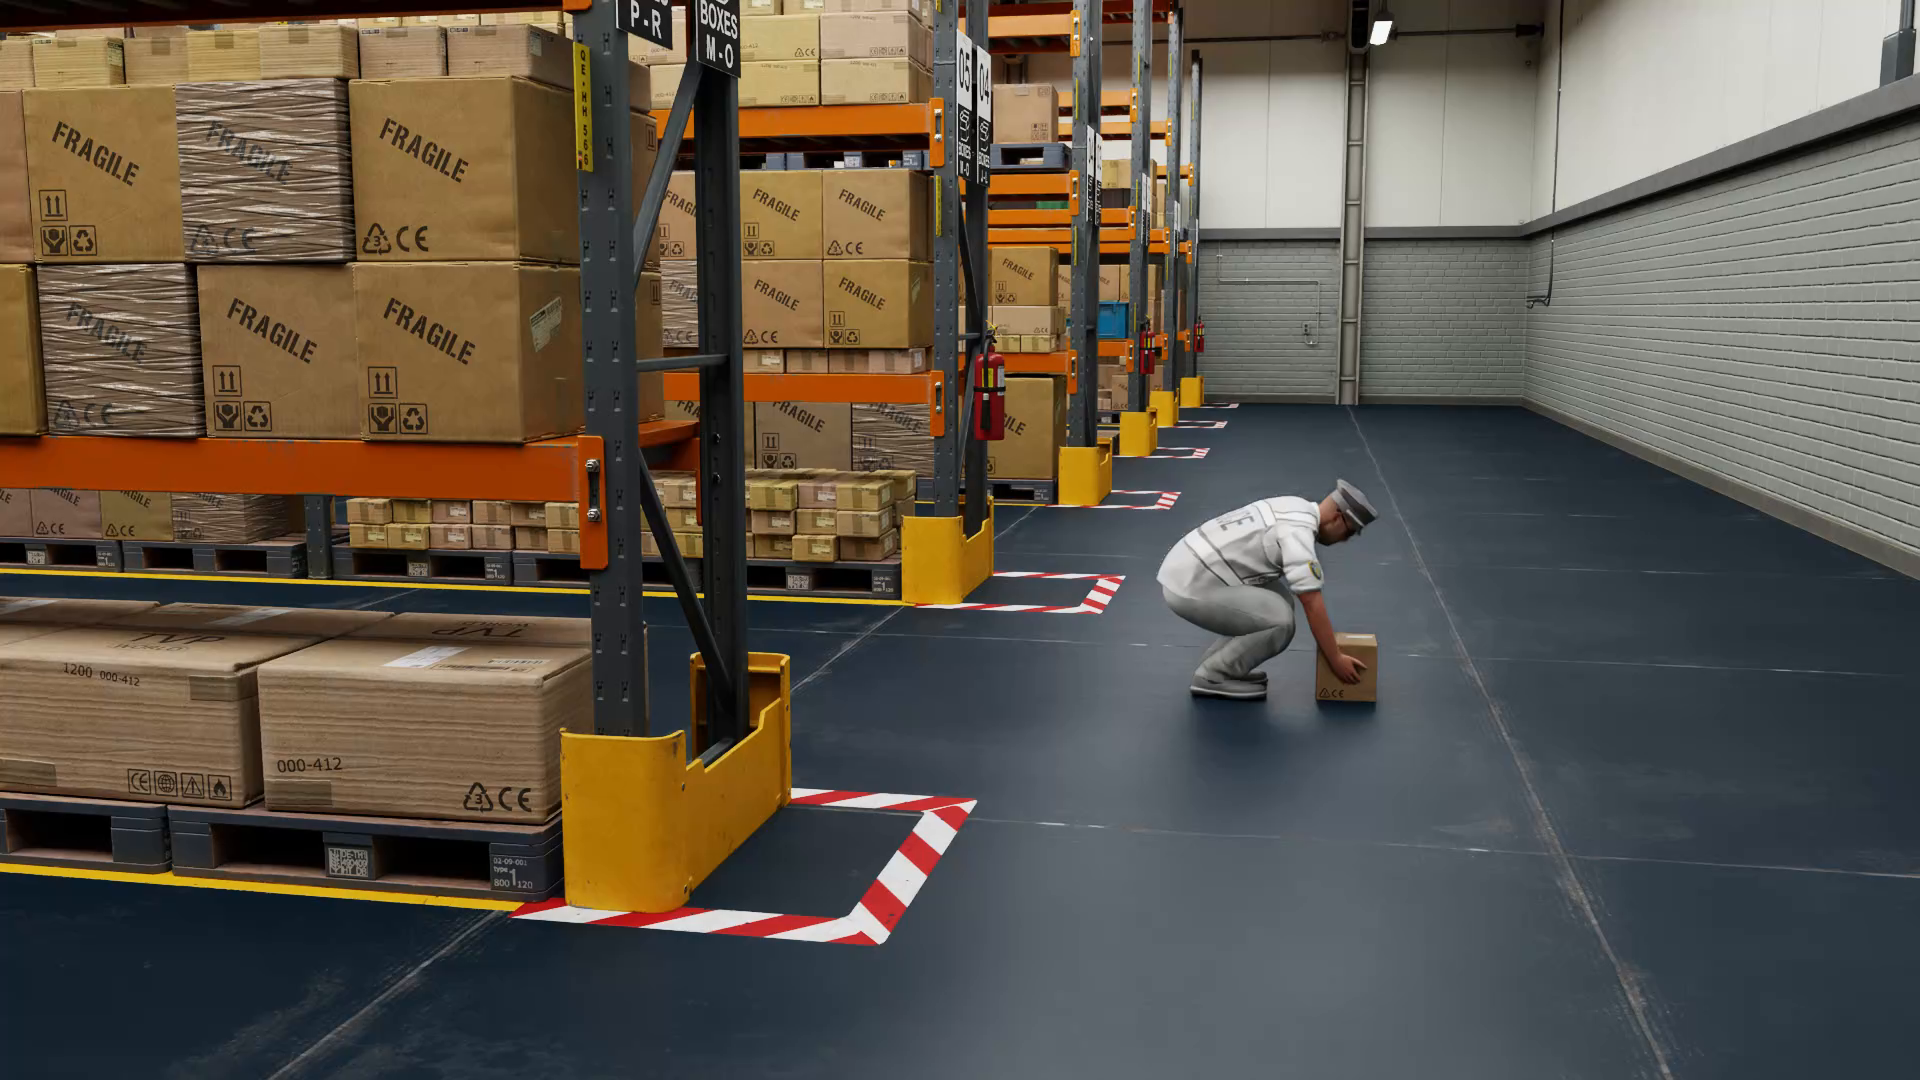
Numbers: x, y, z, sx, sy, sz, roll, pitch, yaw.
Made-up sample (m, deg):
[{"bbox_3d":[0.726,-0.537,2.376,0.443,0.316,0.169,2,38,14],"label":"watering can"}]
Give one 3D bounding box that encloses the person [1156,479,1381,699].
[{"bbox_3d":[1.347,0.203,7.301,0.954,0.942,0.564,2,8,11],"label":"person"}]
